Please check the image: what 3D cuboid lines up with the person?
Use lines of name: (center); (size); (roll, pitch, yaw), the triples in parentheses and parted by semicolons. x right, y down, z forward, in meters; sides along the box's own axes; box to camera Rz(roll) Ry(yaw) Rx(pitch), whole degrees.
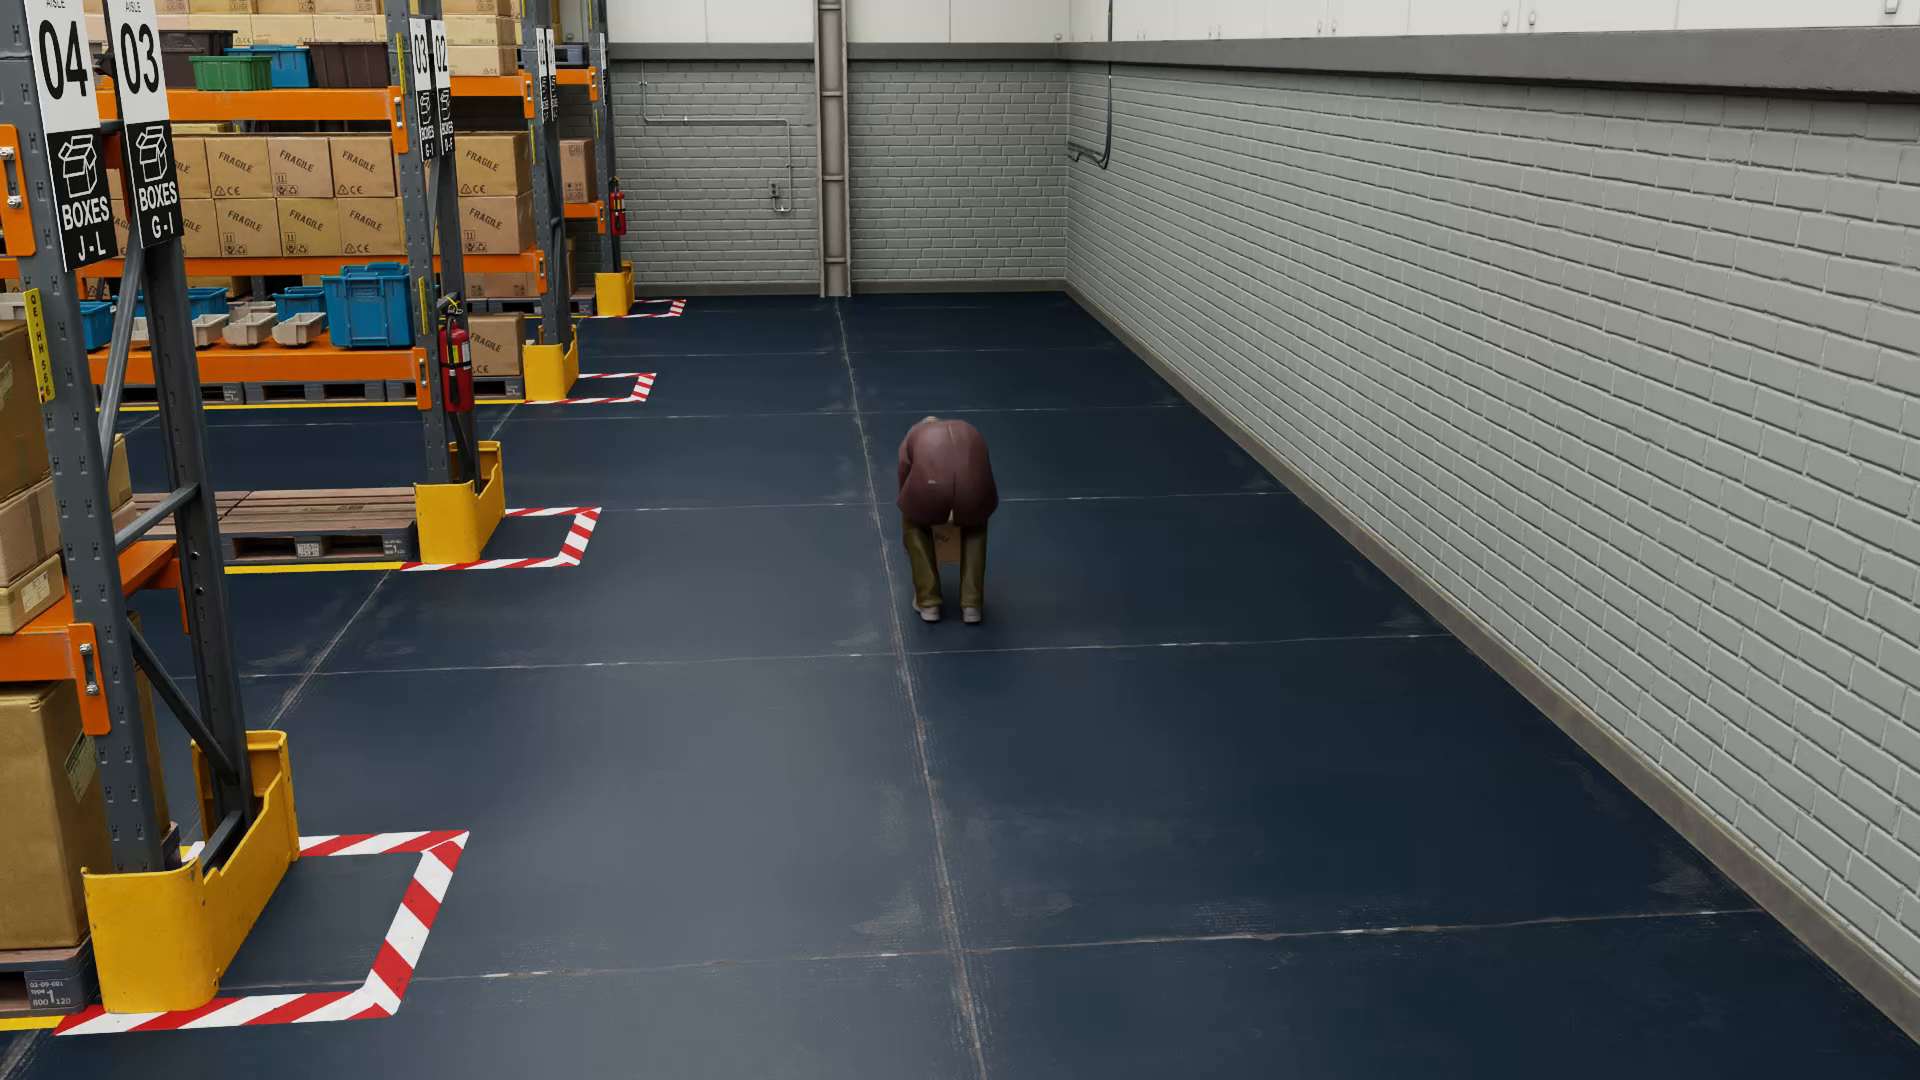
person: (-0.085, -0.350, 9.103); (0.529, 1.574, 0.563); (-1, 17, -5)
